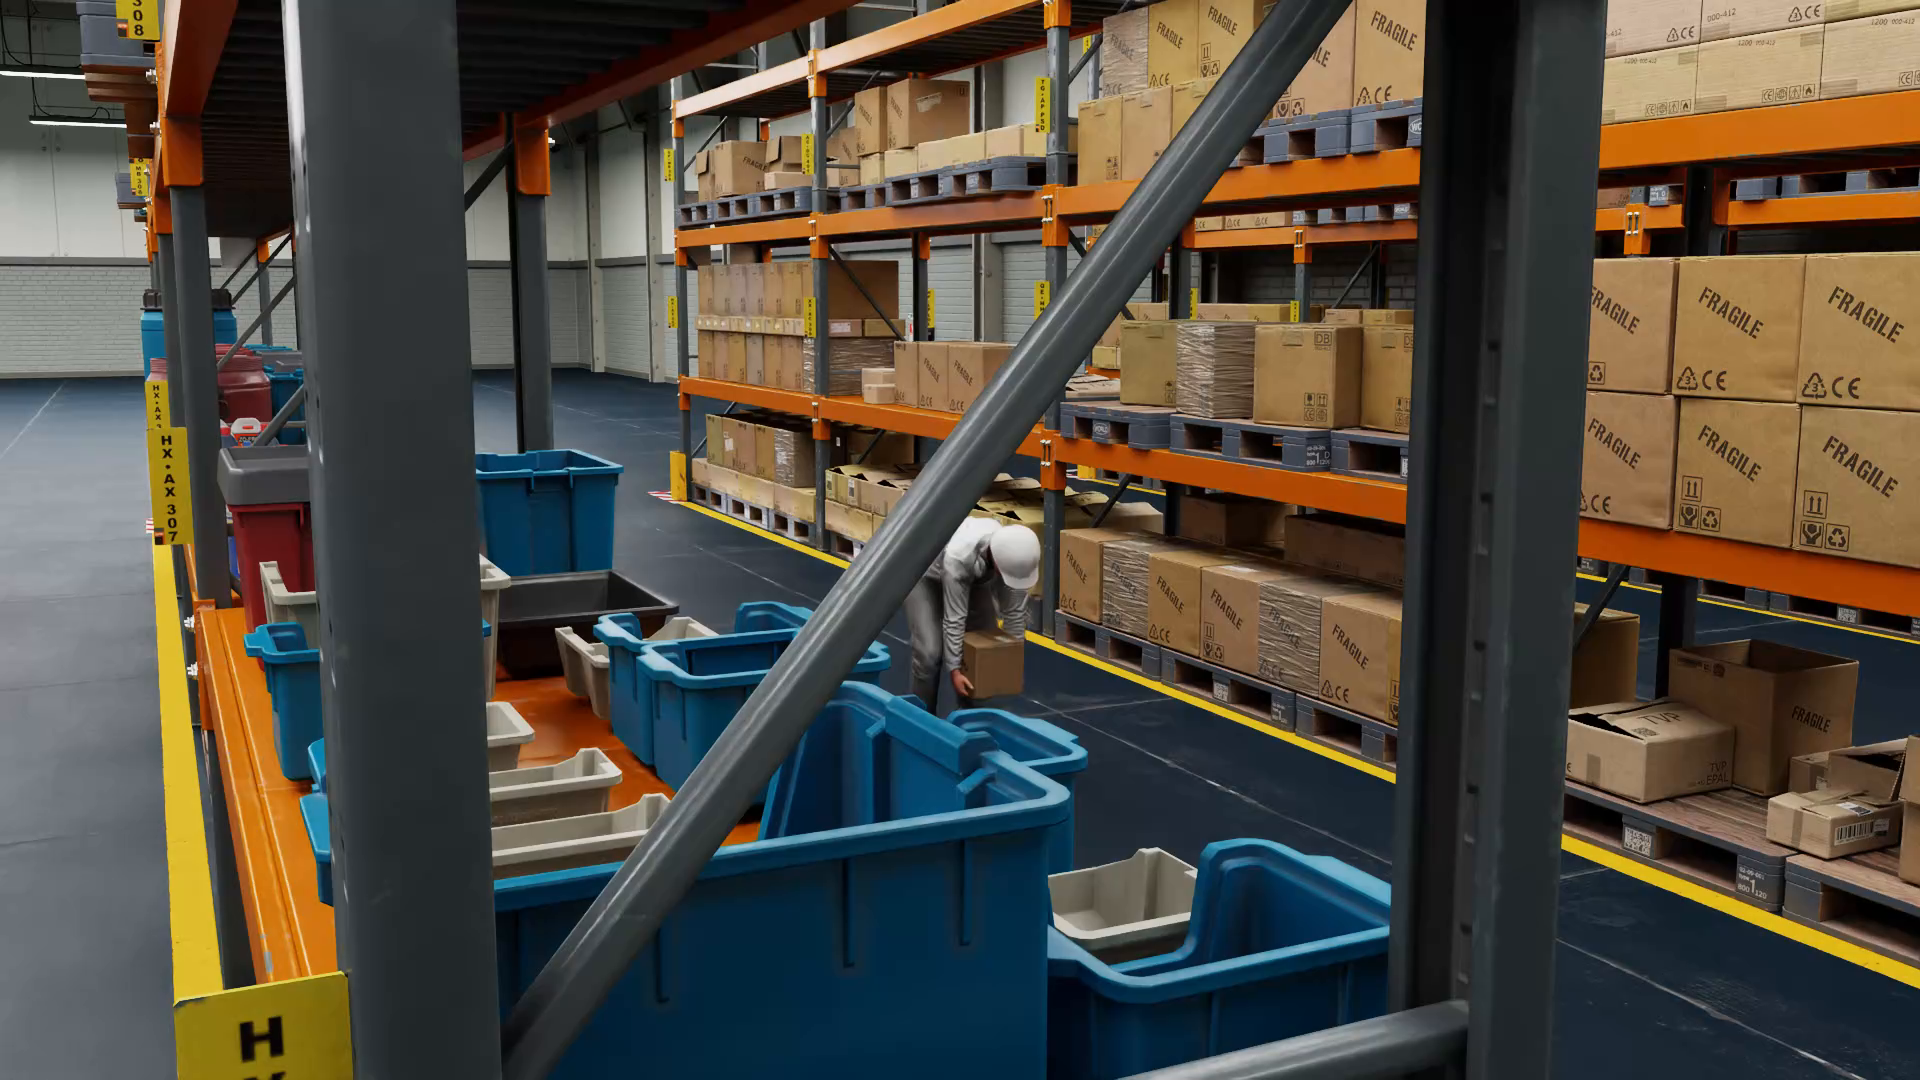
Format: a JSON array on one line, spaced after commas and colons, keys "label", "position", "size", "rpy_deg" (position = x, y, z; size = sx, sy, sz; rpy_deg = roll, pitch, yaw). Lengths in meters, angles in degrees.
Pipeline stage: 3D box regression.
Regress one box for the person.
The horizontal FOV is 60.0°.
[{"label": "person", "position": [0.068, 0.453, 7.819], "size": [0.465, 1.152, 1.003], "rpy_deg": [-4, 10, -28]}]
